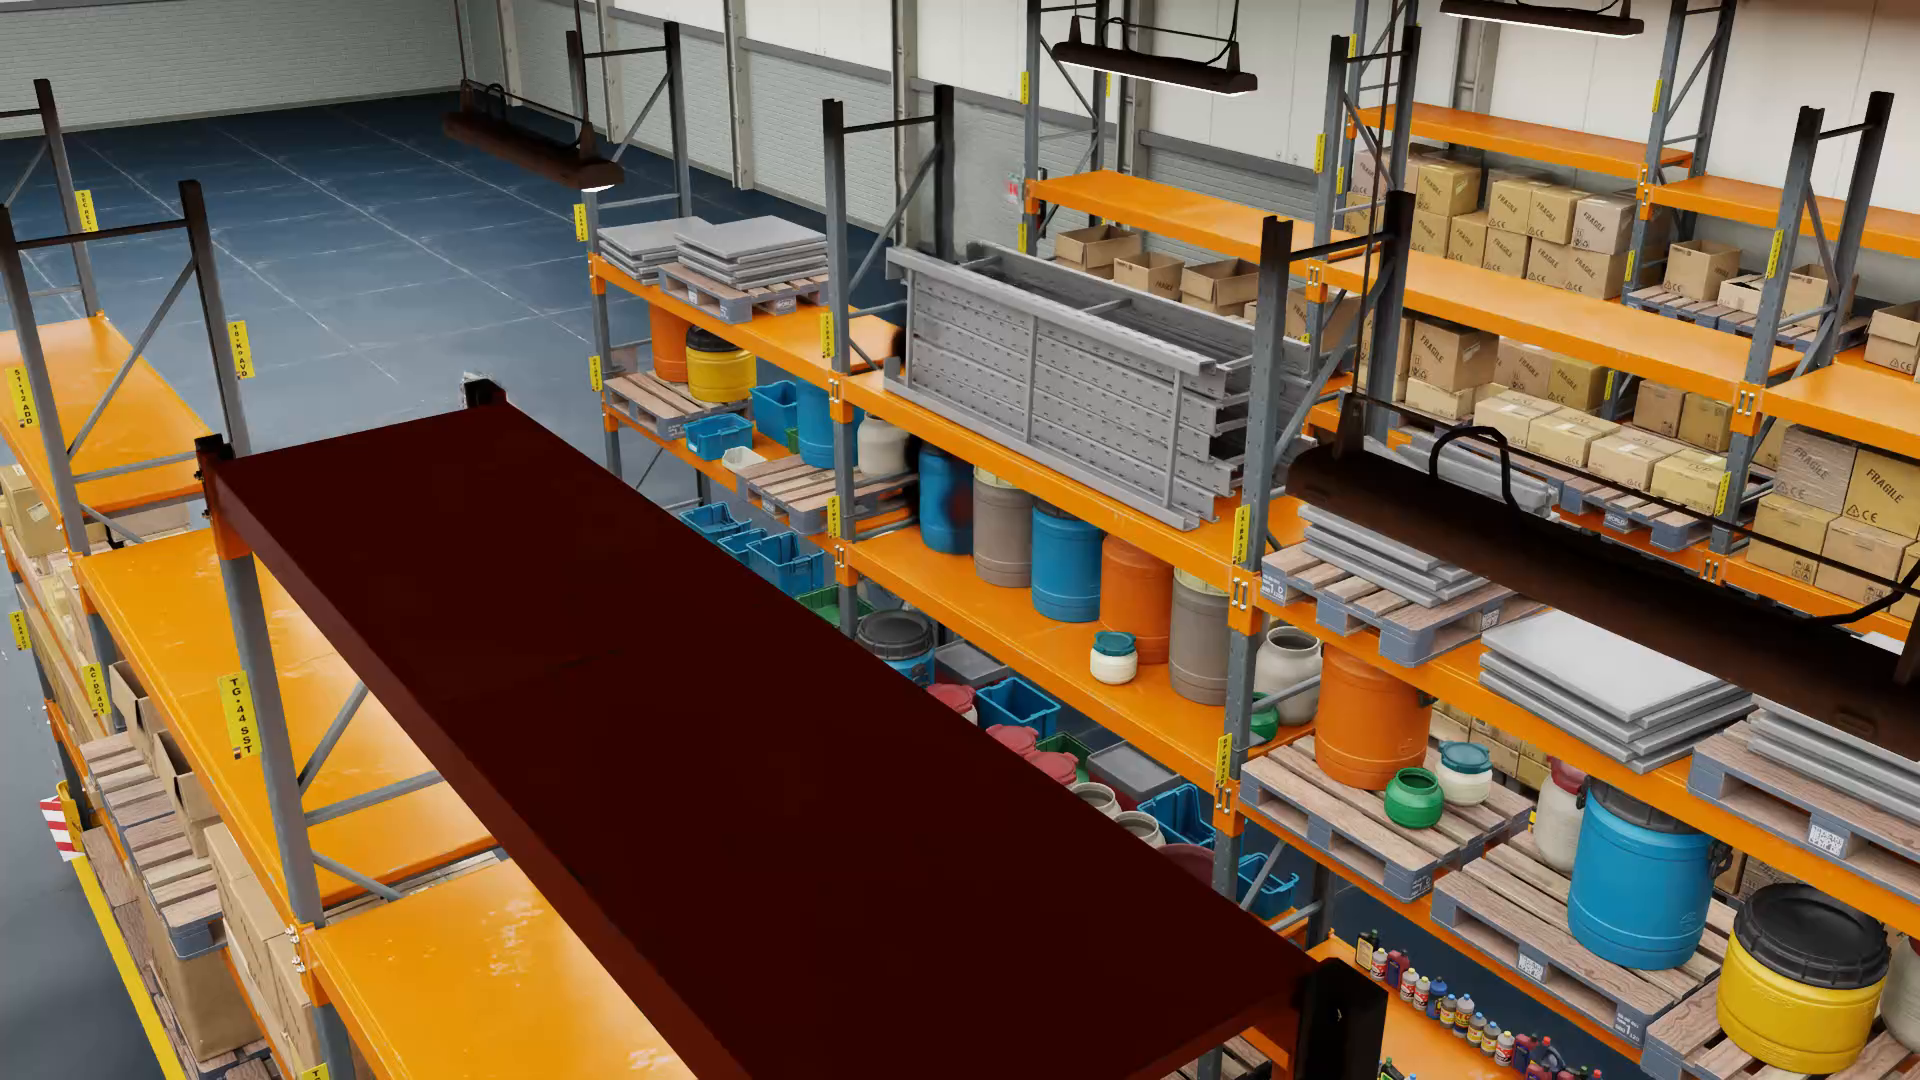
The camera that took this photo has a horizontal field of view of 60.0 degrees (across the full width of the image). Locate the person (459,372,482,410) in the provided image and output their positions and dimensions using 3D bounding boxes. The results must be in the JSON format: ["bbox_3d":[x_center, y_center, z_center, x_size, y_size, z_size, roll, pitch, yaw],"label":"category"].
[{"bbox_3d":[-5.606,-1.152,19.452,0.924,1.713,0.578,-5,25,-10],"label":"person"}]

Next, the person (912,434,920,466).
[{"bbox_3d":[-0.428,-1.301,19.977,0.606,1.589,0.586,-1,25,-3],"label":"person"}]

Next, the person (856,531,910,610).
[{"bbox_3d":[-0.844,0.111,16.501,0.691,1.621,0.613,20,31,36],"label":"person"}]
